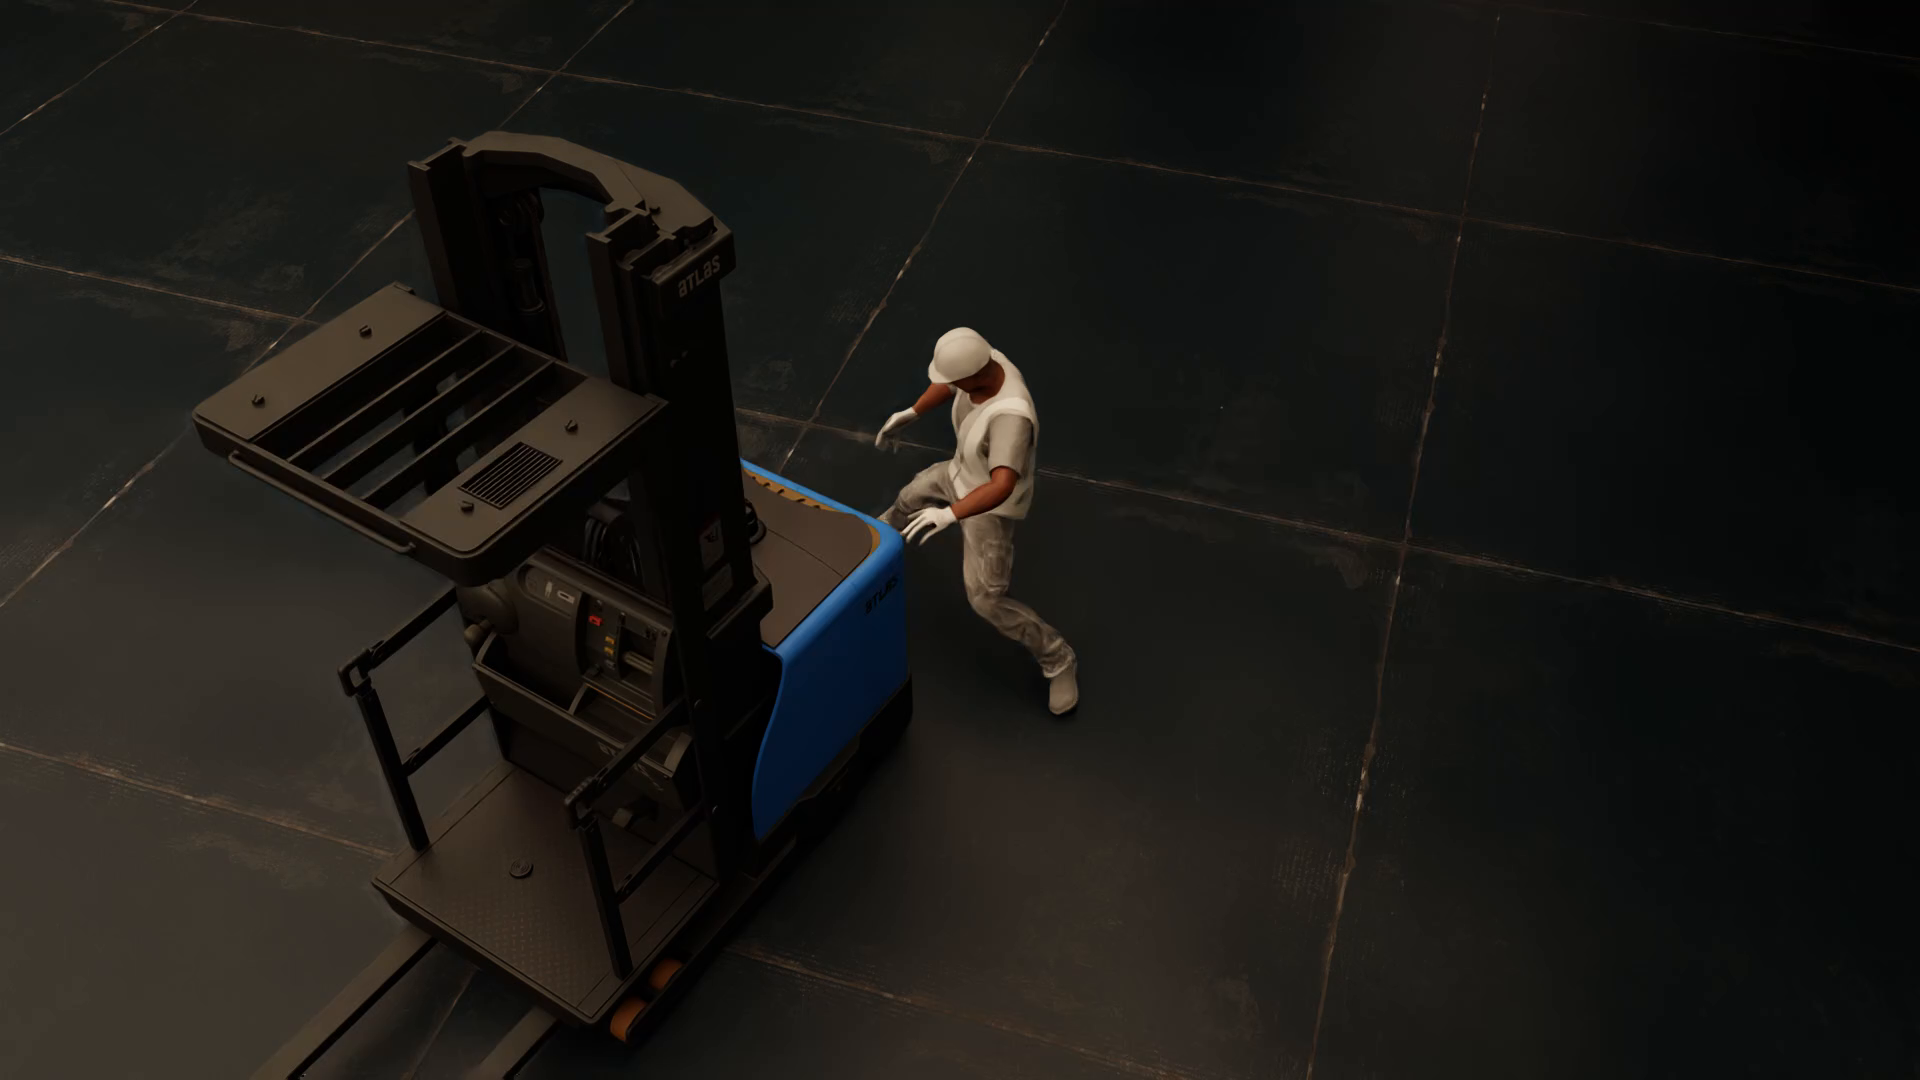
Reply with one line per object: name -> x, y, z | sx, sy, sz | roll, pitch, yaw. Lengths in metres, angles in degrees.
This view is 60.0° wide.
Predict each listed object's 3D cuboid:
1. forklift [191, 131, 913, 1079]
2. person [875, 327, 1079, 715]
forklift -> -1.424, 0.342, 5.321 | 1.130, 2.935, 3.031 | 24, 48, 24
person -> -0.017, -0.183, 6.886 | 0.840, 1.564, 1.331 | -11, 44, -11
